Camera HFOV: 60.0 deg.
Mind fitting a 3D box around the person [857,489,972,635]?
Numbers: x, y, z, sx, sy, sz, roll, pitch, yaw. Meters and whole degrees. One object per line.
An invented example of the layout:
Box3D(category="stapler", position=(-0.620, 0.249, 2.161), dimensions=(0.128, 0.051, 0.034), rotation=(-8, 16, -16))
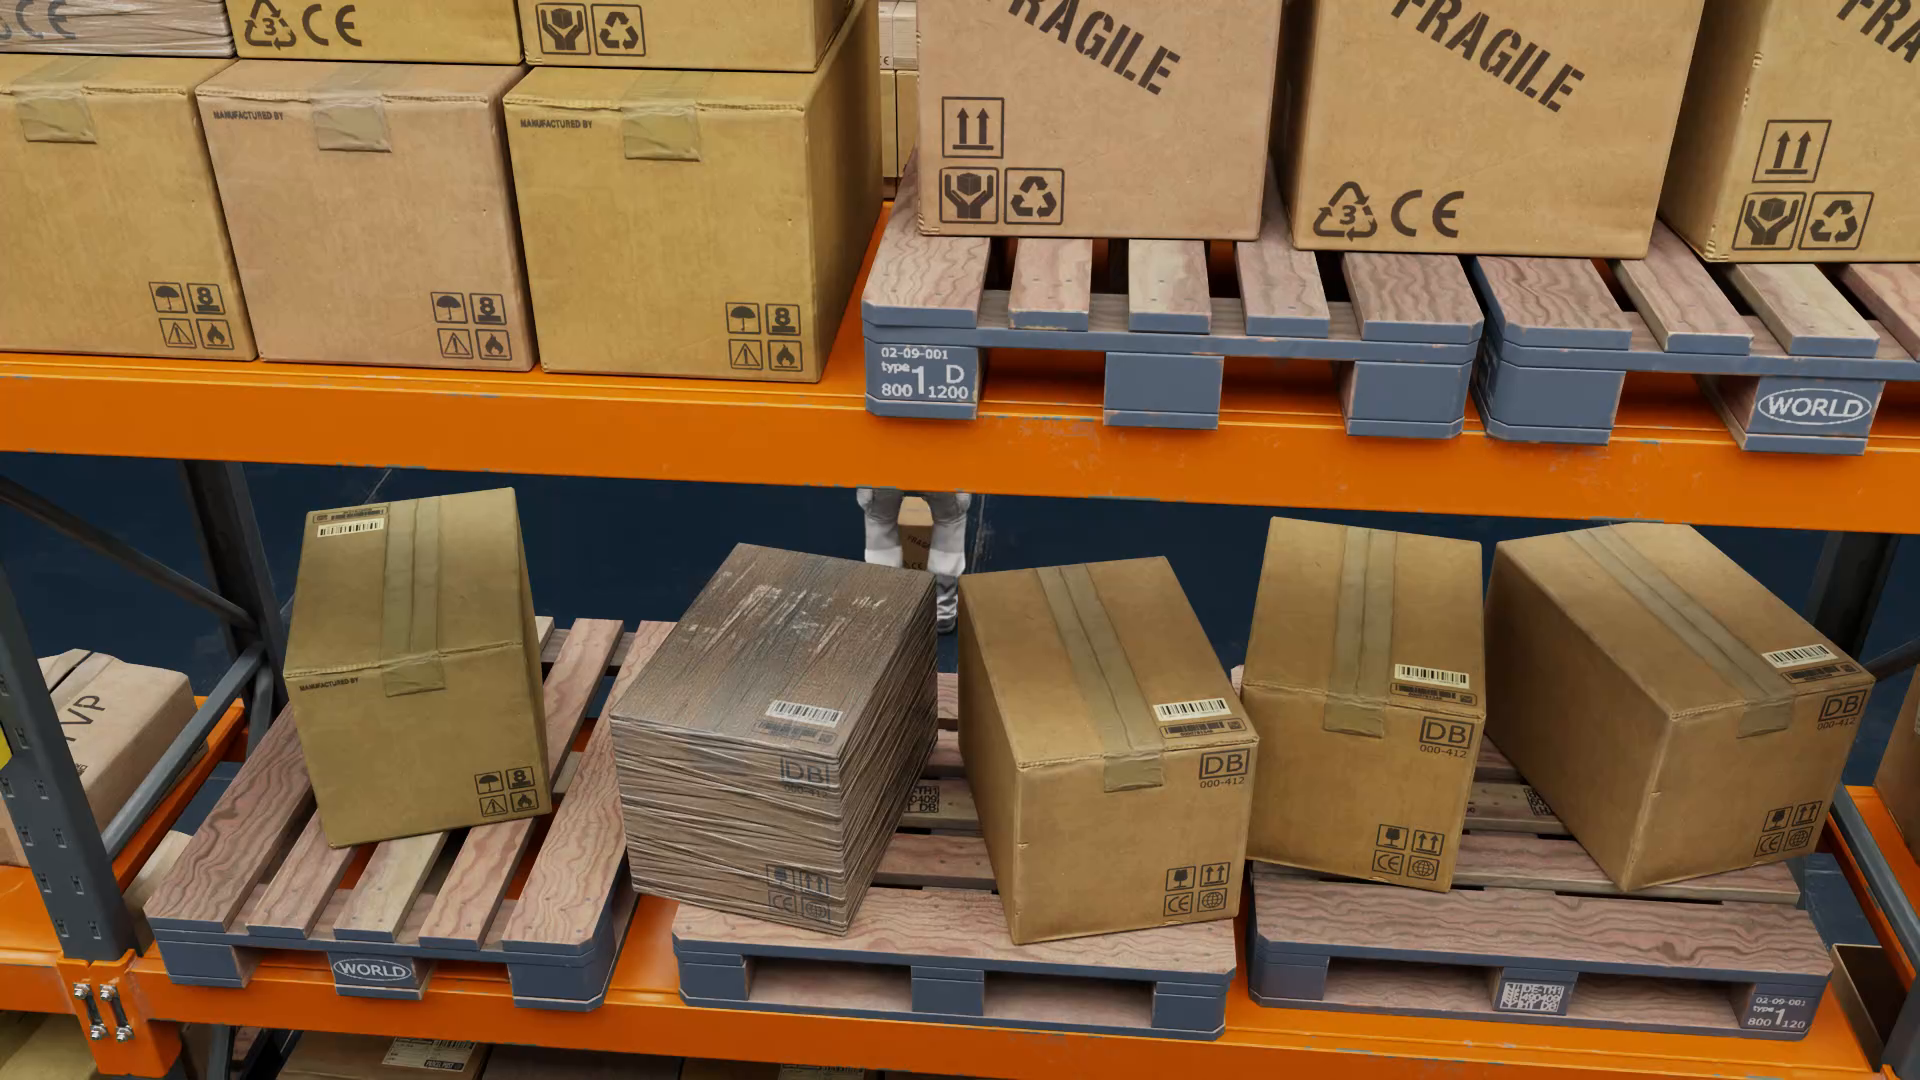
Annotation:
Box3D(category="person", position=(-0.220, -0.392, 6.867), dimensions=(0.560, 1.666, 0.558), rotation=(3, 32, 5))
